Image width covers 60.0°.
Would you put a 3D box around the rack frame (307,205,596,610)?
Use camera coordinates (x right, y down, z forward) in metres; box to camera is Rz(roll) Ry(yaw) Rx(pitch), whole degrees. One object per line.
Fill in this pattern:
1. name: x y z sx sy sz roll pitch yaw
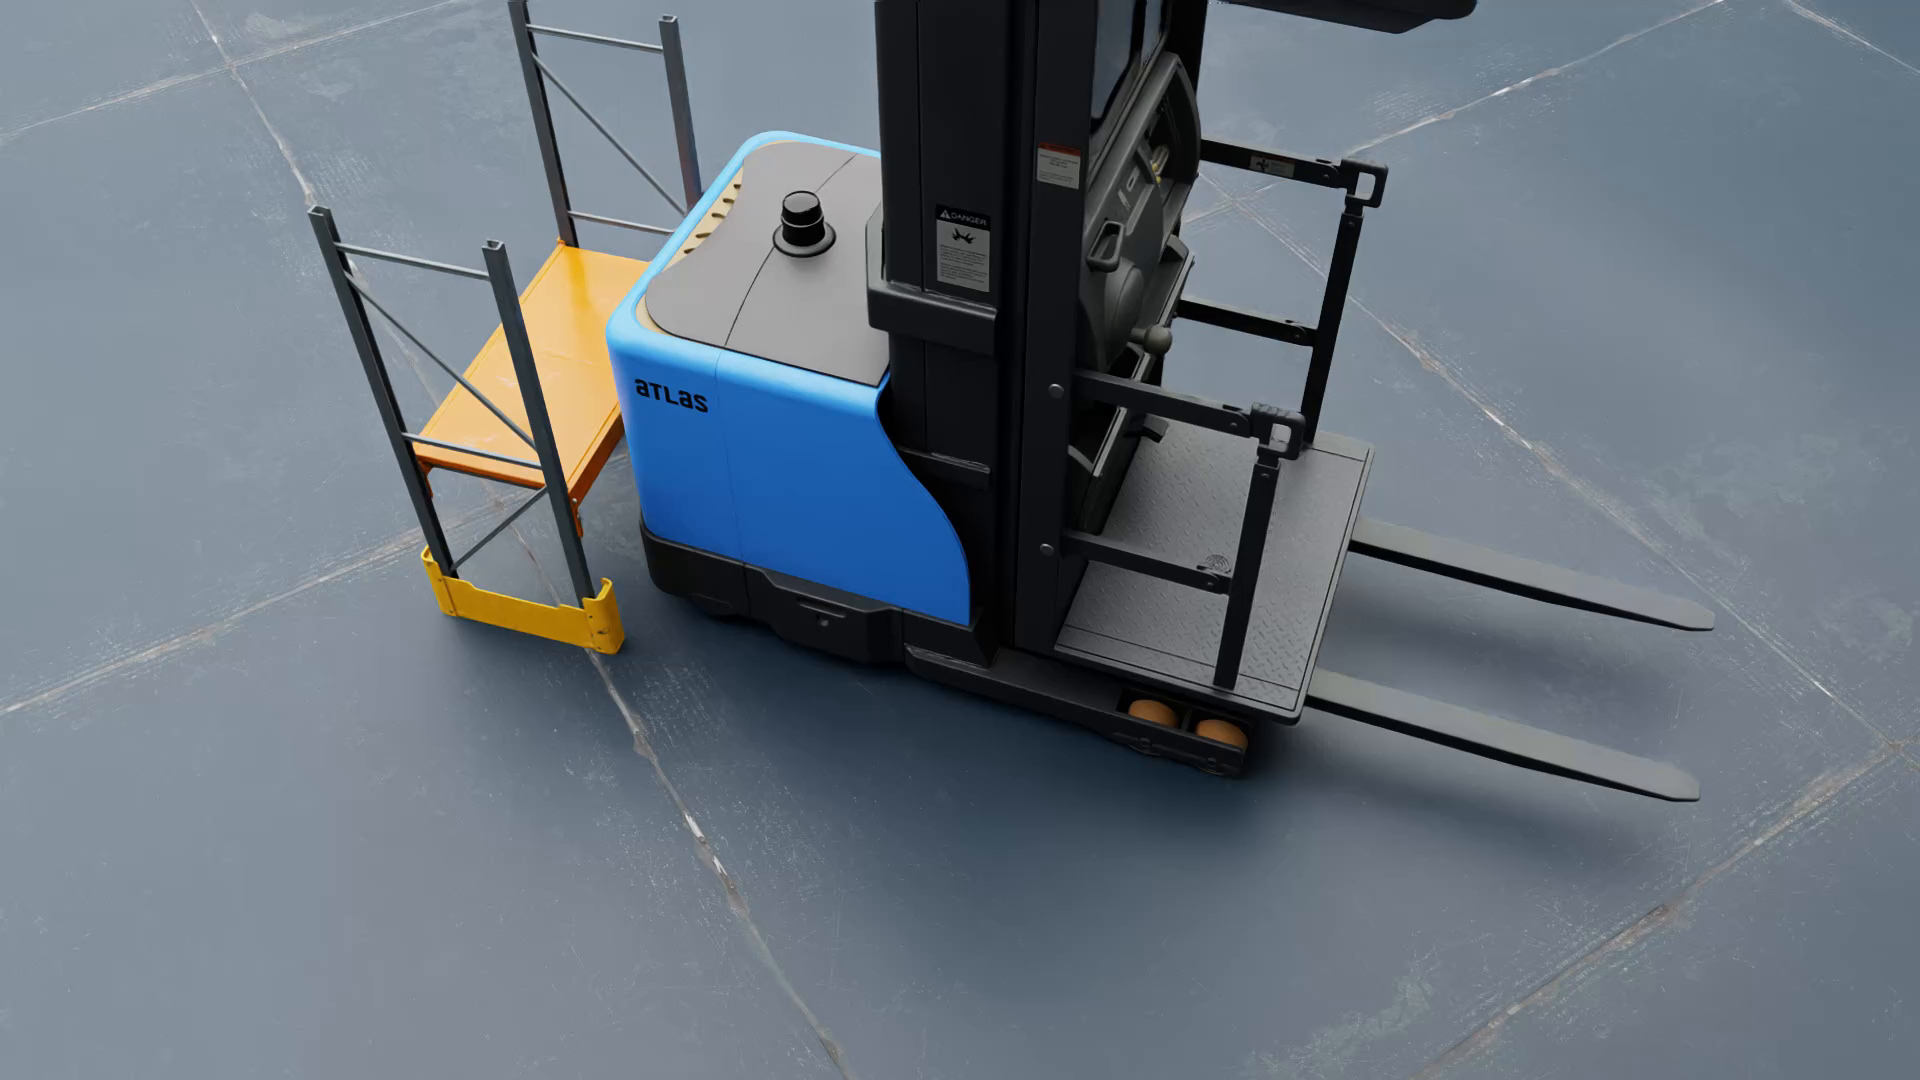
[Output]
1. rack frame: -1.300 -0.234 4.453 0.500 1.500 0.032 13 50 11

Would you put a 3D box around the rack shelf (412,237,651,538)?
1. rack shelf: -1.153 -0.478 4.911 0.538 0.185 1.000 13 50 11

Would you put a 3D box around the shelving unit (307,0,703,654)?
1. shelving unit: -1.151 -0.604 4.783 0.587 1.500 1.083 13 50 11

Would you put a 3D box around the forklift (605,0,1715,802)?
1. forklift: 0.626 -0.769 3.972 3.031 2.935 1.130 15 50 13

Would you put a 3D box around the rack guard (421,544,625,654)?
1. rack guard: -1.293 0.168 4.932 0.587 0.250 0.087 13 50 11

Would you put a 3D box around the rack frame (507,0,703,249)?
1. rack frame: -1.008 -0.961 5.101 0.500 1.500 0.032 13 50 11
